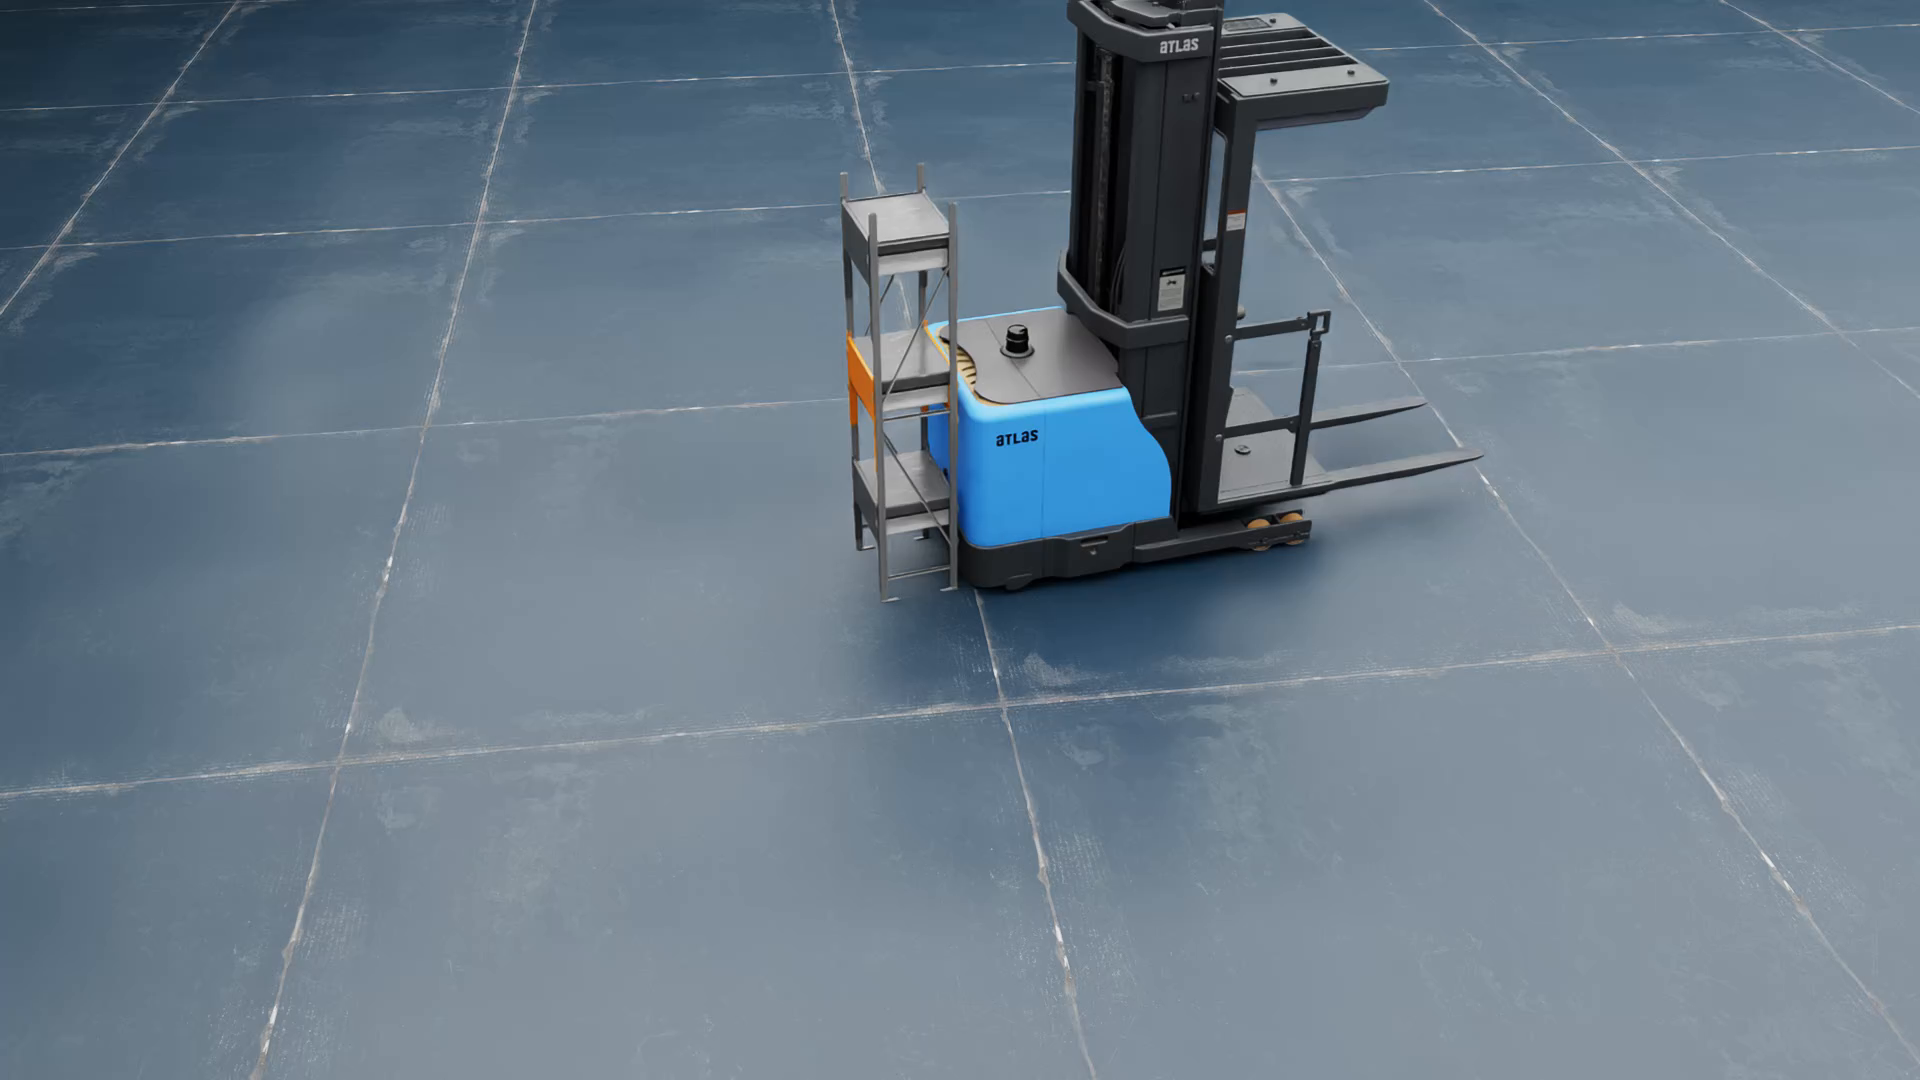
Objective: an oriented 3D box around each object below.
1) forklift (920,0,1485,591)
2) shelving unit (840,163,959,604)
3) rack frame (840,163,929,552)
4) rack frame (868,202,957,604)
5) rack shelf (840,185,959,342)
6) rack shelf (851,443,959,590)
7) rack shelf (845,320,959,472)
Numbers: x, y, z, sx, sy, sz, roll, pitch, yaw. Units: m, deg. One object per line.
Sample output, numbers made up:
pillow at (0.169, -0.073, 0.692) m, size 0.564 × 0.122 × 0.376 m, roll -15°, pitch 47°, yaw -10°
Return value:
forklift at (1.352, -1.427, 8.370) m, size 3.031 × 2.935 × 1.130 m, roll -10°, pitch 35°, yaw -14°
shelving unit at (-0.281, -0.714, 8.062) m, size 0.431 × 2.100 × 0.503 m, roll -10°, pitch 36°, yaw -15°
rack frame at (-0.357, -0.845, 8.254) m, size 0.400 × 2.100 × 0.015 m, roll -10°, pitch 36°, yaw -15°
rack frame at (-0.206, -0.584, 7.870) m, size 0.400 × 2.100 × 0.015 m, roll -10°, pitch 36°, yaw -15°
rack shelf at (-0.281, -1.281, 7.676) m, size 0.431 × 0.518 × 0.480 m, roll -10°, pitch 36°, yaw -15°
rack shelf at (-0.281, -0.125, 8.464) m, size 0.431 × 0.518 × 0.480 m, roll -10°, pitch 36°, yaw -15°
rack shelf at (-0.281, -0.703, 8.070) m, size 0.431 × 0.518 × 0.480 m, roll -10°, pitch 36°, yaw -15°
